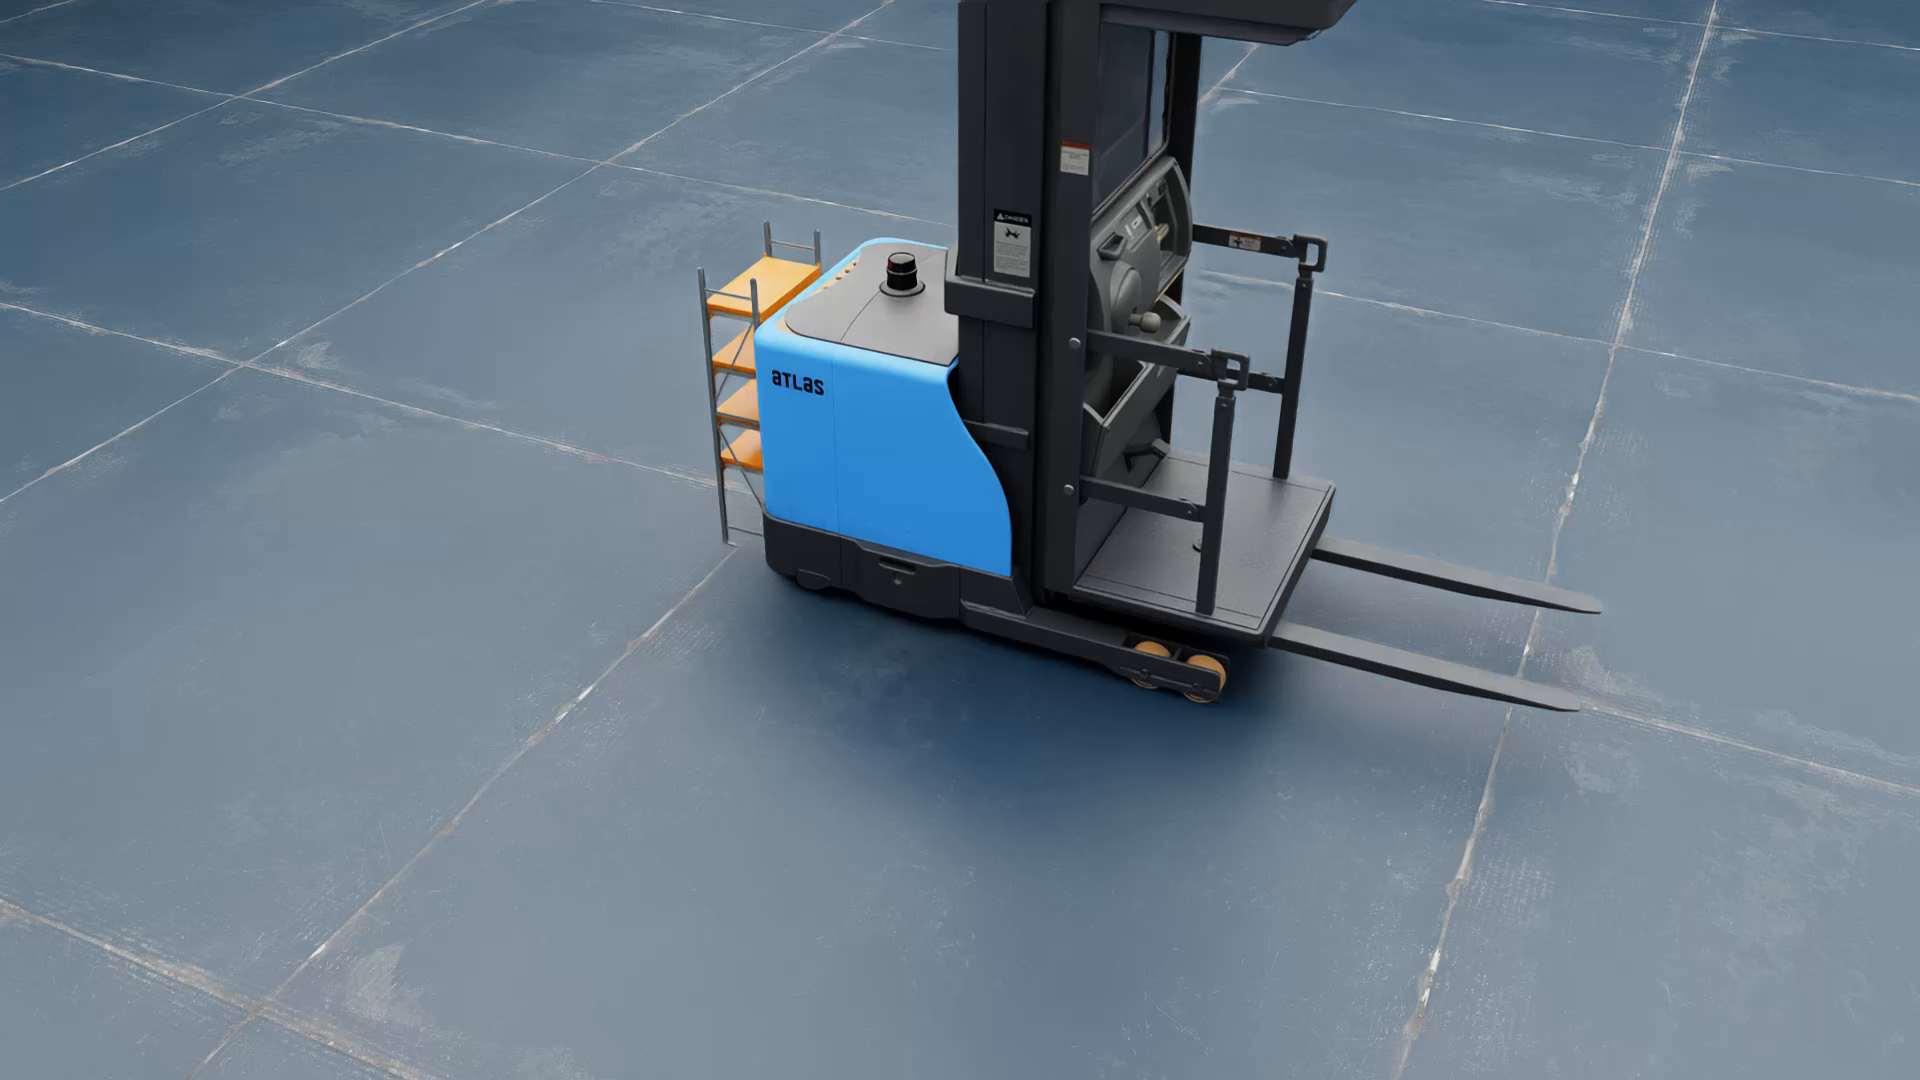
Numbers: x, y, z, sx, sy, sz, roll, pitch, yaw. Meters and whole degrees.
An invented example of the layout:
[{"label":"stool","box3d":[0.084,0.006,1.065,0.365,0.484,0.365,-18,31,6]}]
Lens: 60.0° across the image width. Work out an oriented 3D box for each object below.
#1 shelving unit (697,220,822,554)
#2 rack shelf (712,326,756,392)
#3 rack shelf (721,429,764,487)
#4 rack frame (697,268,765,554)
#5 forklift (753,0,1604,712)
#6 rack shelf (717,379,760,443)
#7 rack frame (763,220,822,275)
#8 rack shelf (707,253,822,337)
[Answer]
[{"label":"shelving unit","box3d":[-0.748,-0.587,6.551,0.258,1.200,0.503,14,36,20]},{"label":"rack shelf","box3d":[-0.748,-0.718,6.466,0.258,0.148,0.480,14,36,20]},{"label":"rack shelf","box3d":[-0.748,-0.365,6.697,0.258,0.148,0.480,14,36,20]},{"label":"rack frame","box3d":[-0.846,-0.465,6.365,0.240,1.200,0.015,14,36,20]},{"label":"forklift","box3d":[0.803,-0.984,5.578,3.031,2.935,1.130,14,36,20]},{"label":"rack shelf","box3d":[-0.748,-0.531,6.588,0.258,0.148,0.480,14,36,20]},{"label":"rack frame","box3d":[-0.650,-0.710,6.738,0.240,1.200,0.015,14,36,20]},{"label":"rack shelf","box3d":[-0.748,-0.916,6.336,0.258,0.148,0.480,14,36,20]}]
